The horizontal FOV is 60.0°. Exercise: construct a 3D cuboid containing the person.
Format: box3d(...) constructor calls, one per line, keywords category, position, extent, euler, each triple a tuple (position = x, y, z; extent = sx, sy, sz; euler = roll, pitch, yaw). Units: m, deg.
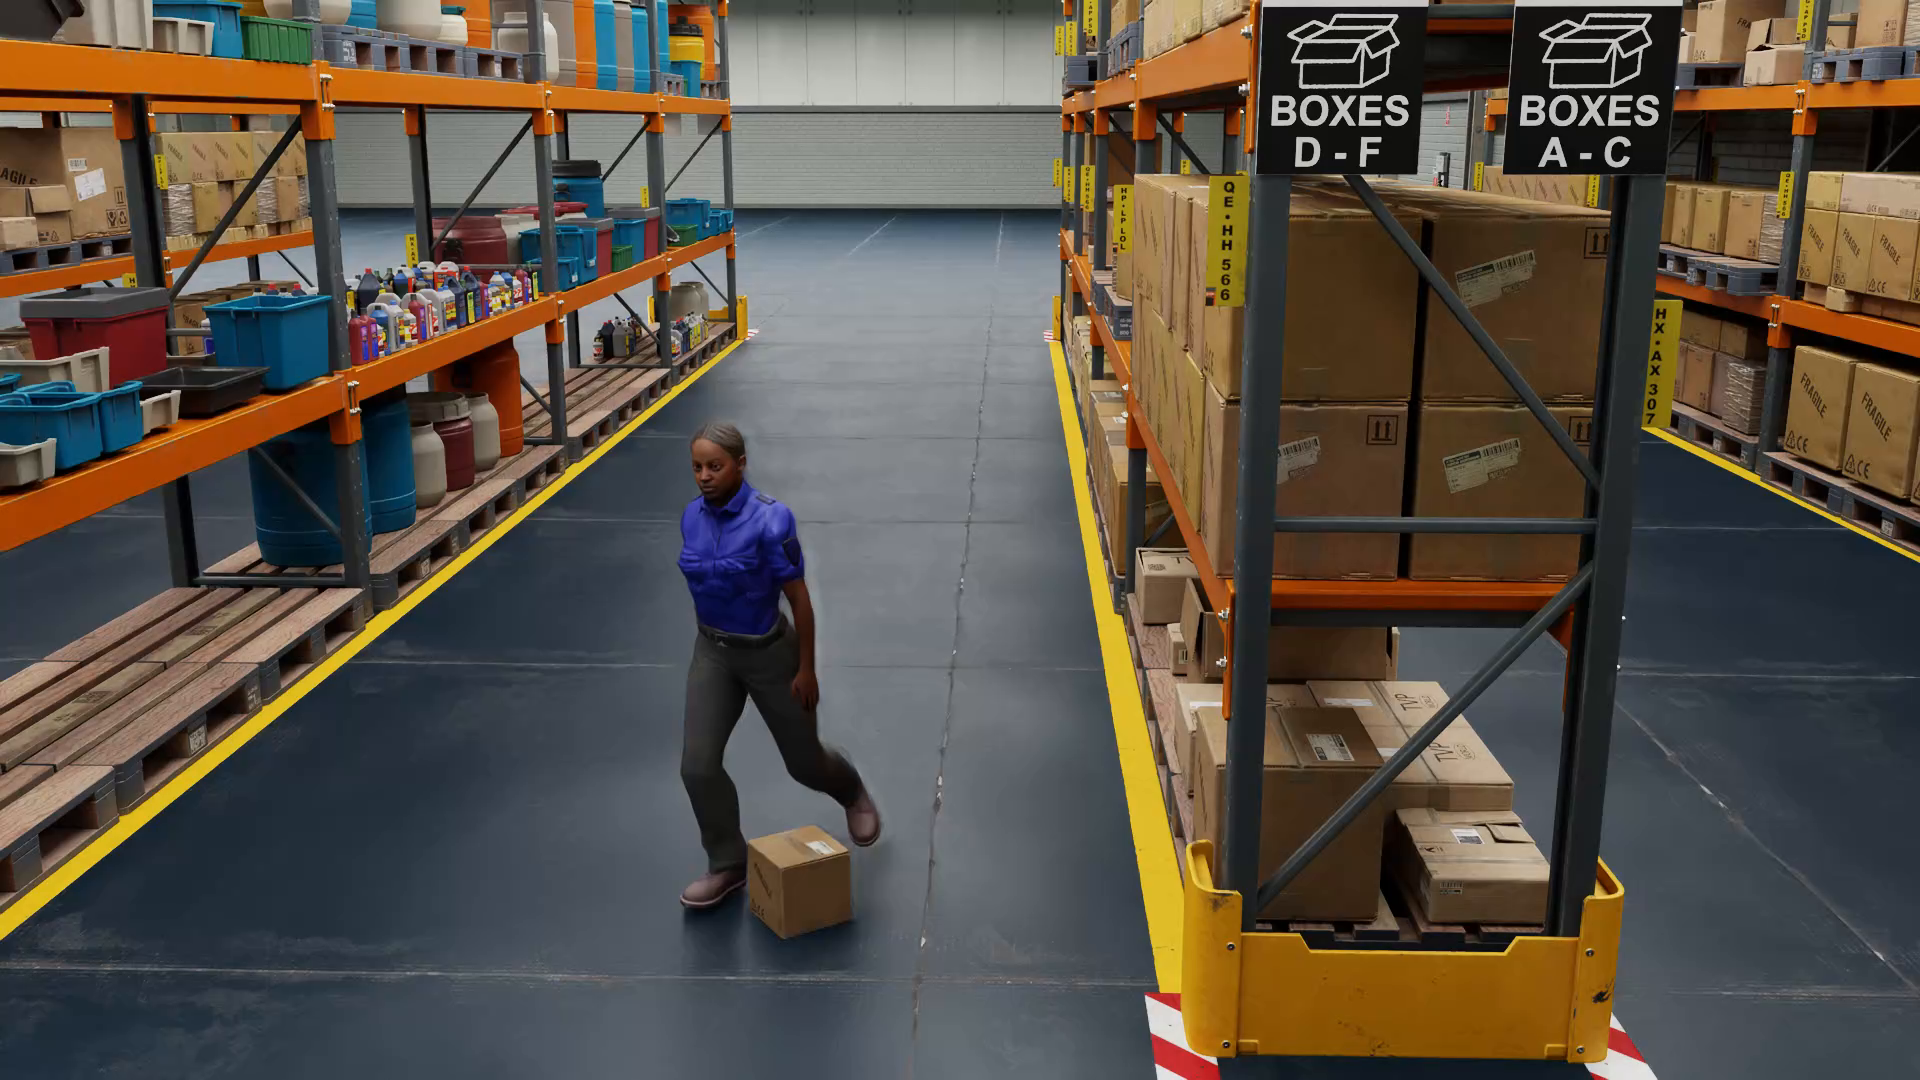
box3d(category="person", position=(-0.618, 0.367, 5.546), extent=(0.506, 1.611, 0.786), euler=(7, 16, 25))
